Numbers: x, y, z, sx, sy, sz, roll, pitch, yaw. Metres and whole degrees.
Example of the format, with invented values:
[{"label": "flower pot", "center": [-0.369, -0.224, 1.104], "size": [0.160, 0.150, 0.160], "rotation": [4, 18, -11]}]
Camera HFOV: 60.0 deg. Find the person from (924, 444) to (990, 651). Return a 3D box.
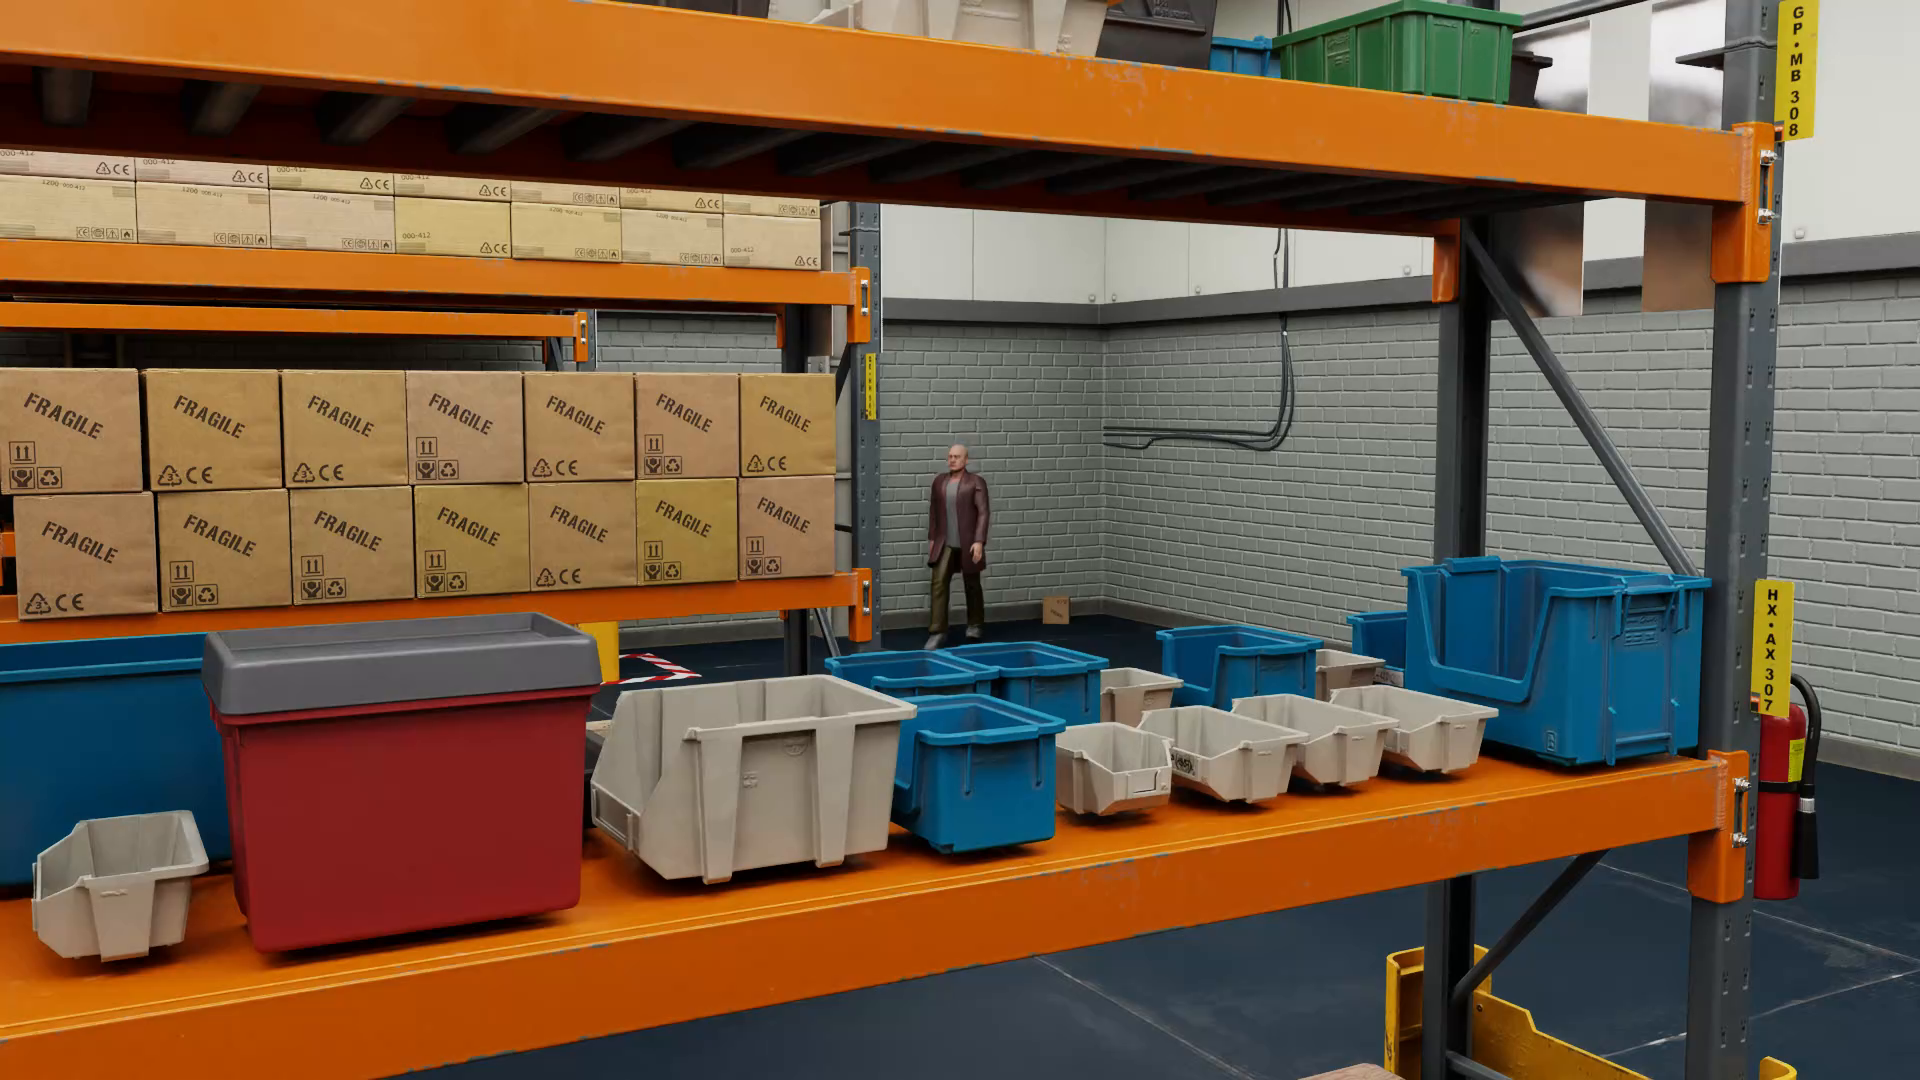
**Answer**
[{"label": "person", "center": [-0.045, 0.050, 14.617], "size": [0.658, 1.780, 0.950], "rotation": [2, 5, 20]}]
